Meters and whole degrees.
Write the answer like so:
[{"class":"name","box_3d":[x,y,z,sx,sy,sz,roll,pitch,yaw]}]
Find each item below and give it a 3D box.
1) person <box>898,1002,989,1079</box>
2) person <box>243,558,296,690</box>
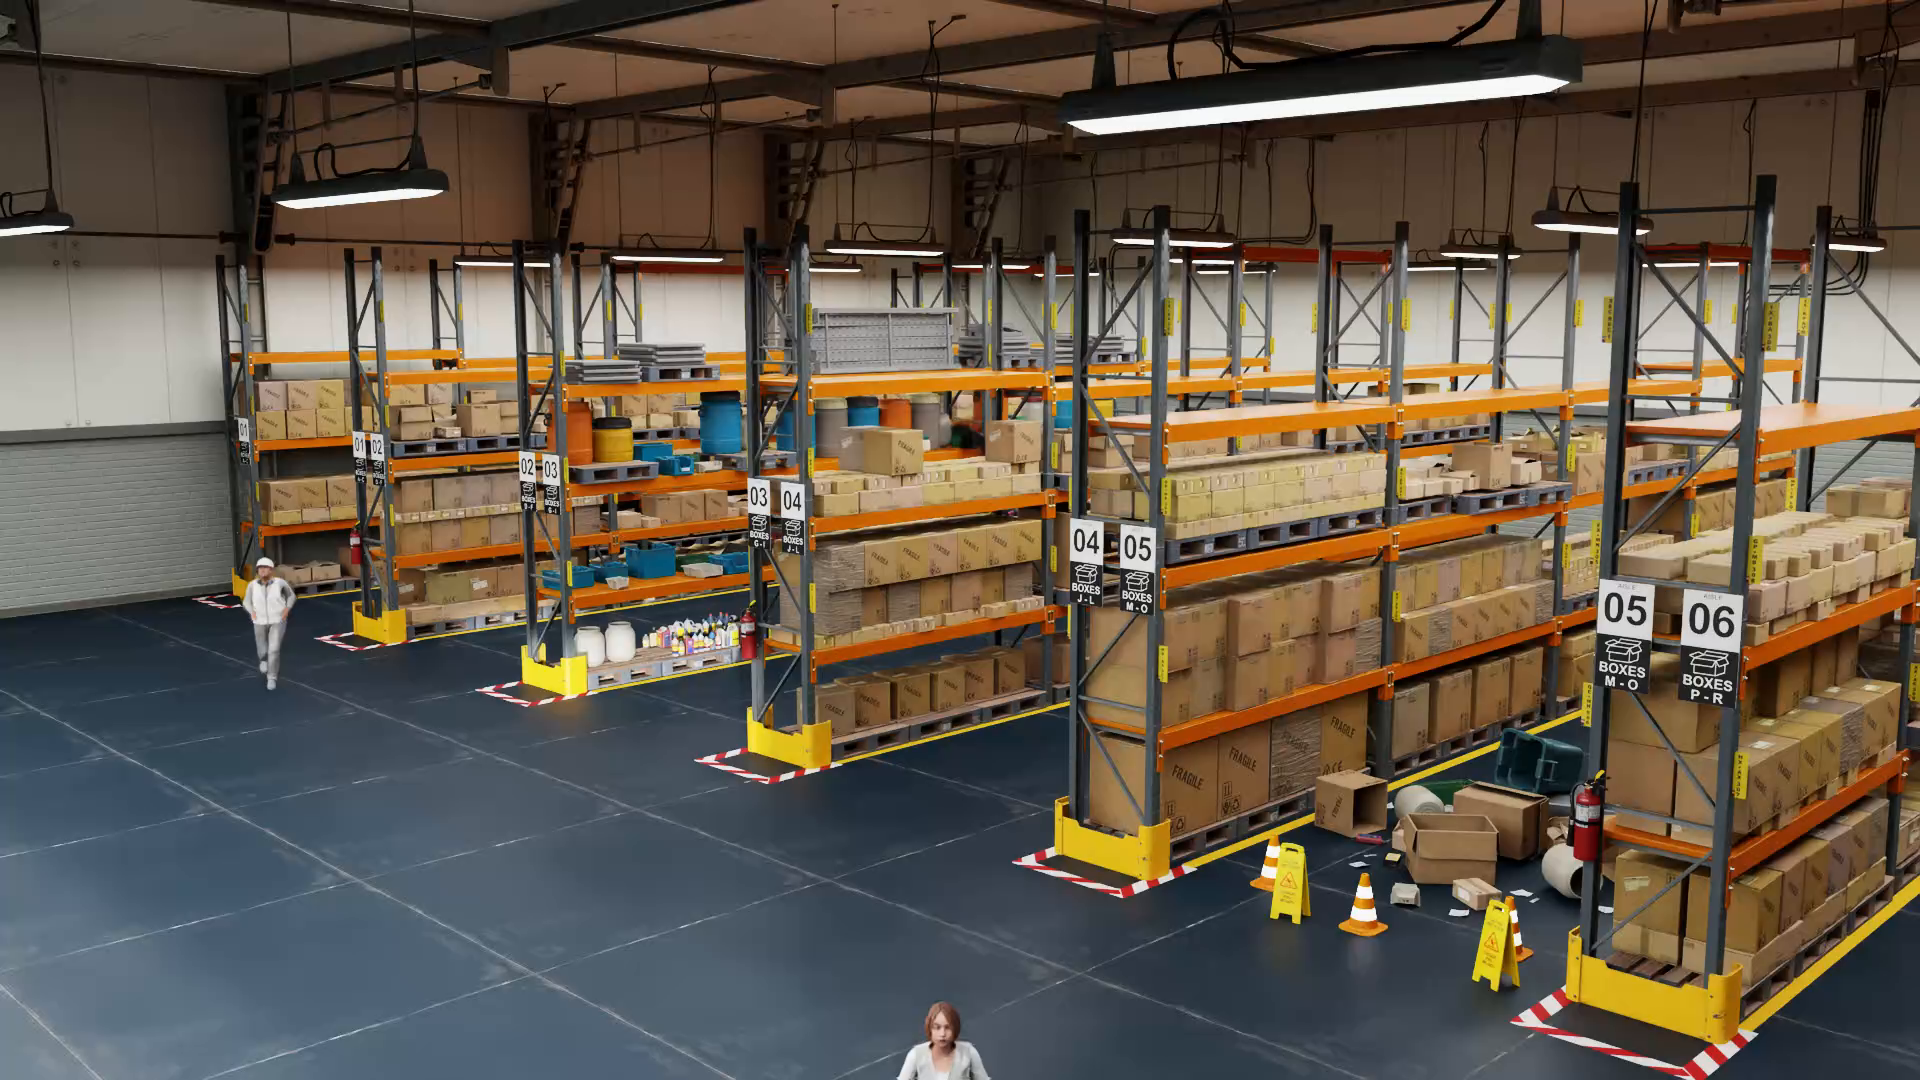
[{"class":"person","box_3d":[-0.097,3.174,8.767,0.534,1.547,0.566,0,8,0]},{"class":"person","box_3d":[-9.397,1.109,22.673,0.669,1.769,0.821,-2,8,-14]}]
